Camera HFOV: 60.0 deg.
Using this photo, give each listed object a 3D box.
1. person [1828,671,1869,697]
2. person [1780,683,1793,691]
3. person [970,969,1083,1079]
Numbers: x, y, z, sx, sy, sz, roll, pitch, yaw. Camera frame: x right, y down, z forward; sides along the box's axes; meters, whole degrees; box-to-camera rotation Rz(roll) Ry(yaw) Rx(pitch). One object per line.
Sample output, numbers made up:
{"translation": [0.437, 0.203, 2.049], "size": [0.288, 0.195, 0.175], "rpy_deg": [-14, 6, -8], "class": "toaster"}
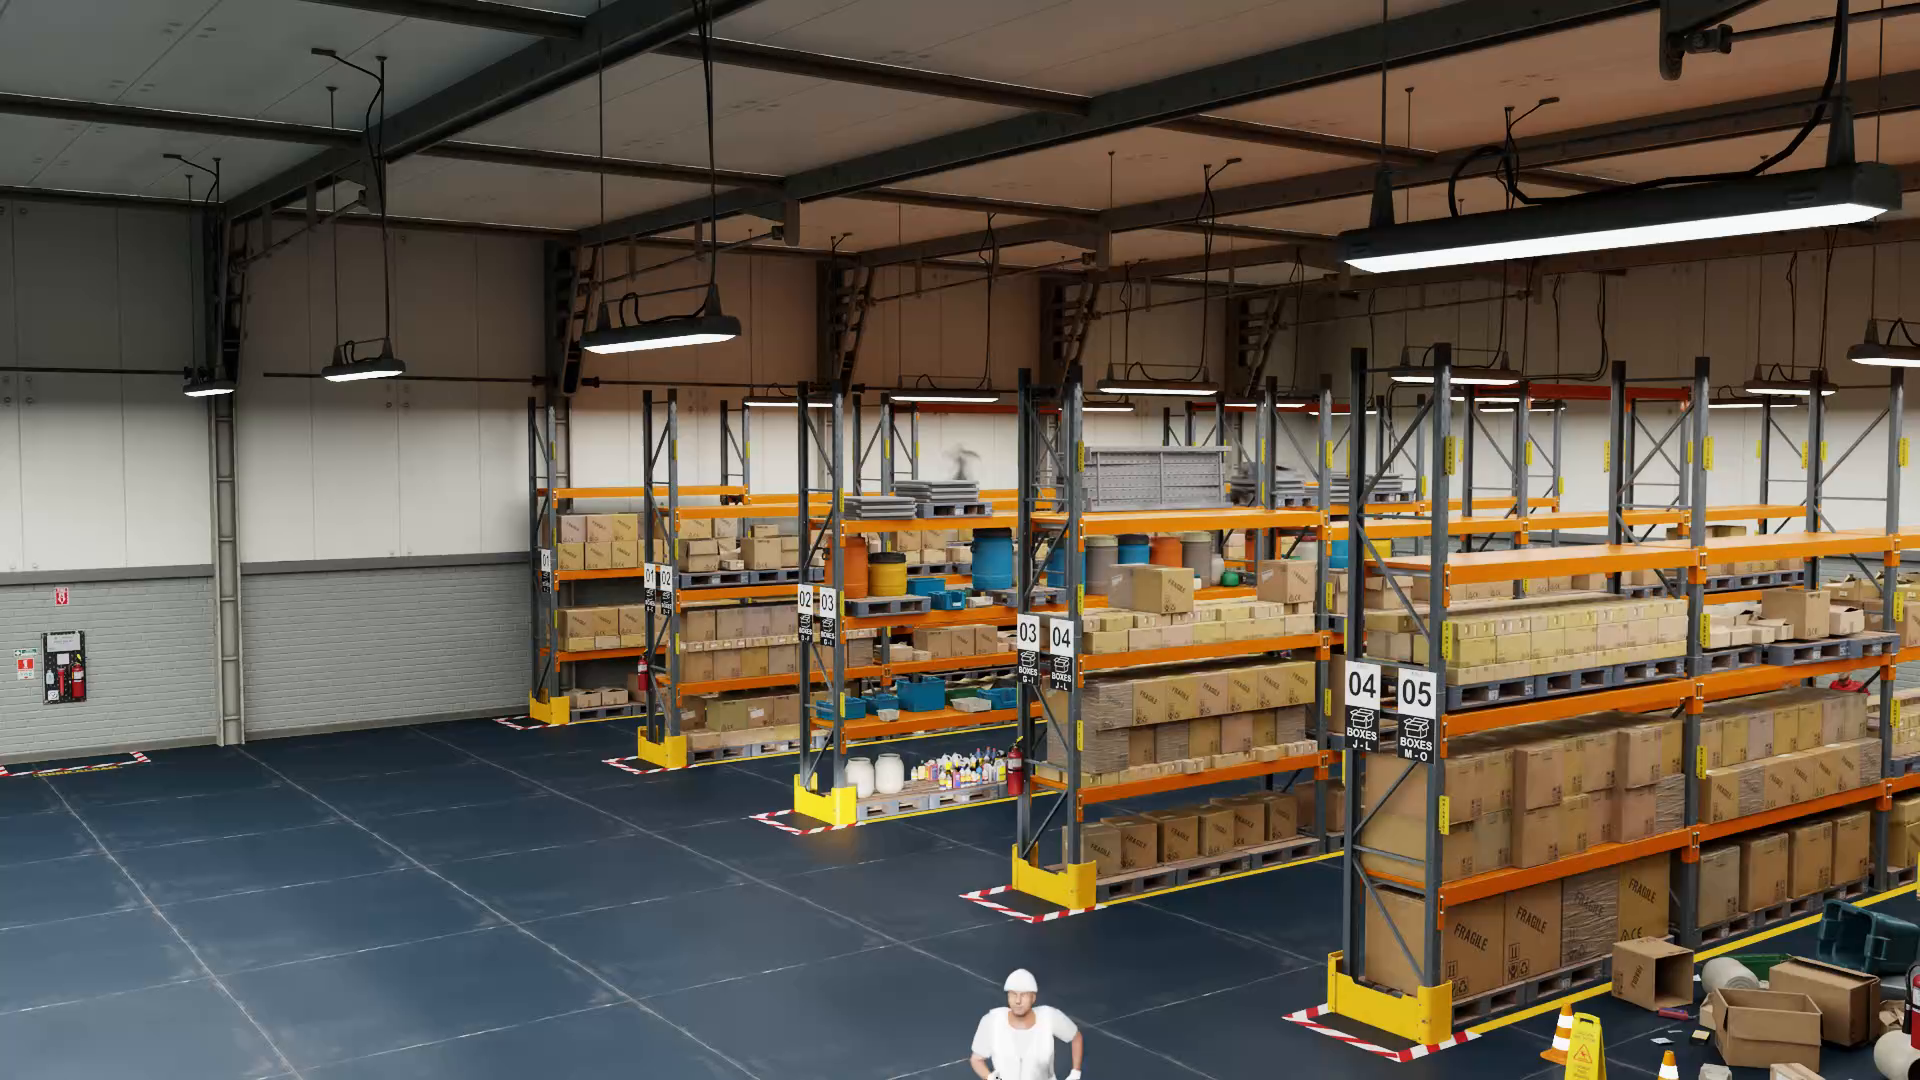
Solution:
{"translation": [13.800, 2.806, 25.881], "size": [0.761, 1.704, 0.678], "rpy_deg": [-3, 4, -41], "class": "person"}
{"translation": [12.288, 2.922, 24.703], "size": [0.538, 1.596, 0.807], "rpy_deg": [3, 5, 45], "class": "person"}
{"translation": [0.408, 3.660, 10.656], "size": [0.692, 1.852, 0.761], "rpy_deg": [1, 3, 12], "class": "person"}
